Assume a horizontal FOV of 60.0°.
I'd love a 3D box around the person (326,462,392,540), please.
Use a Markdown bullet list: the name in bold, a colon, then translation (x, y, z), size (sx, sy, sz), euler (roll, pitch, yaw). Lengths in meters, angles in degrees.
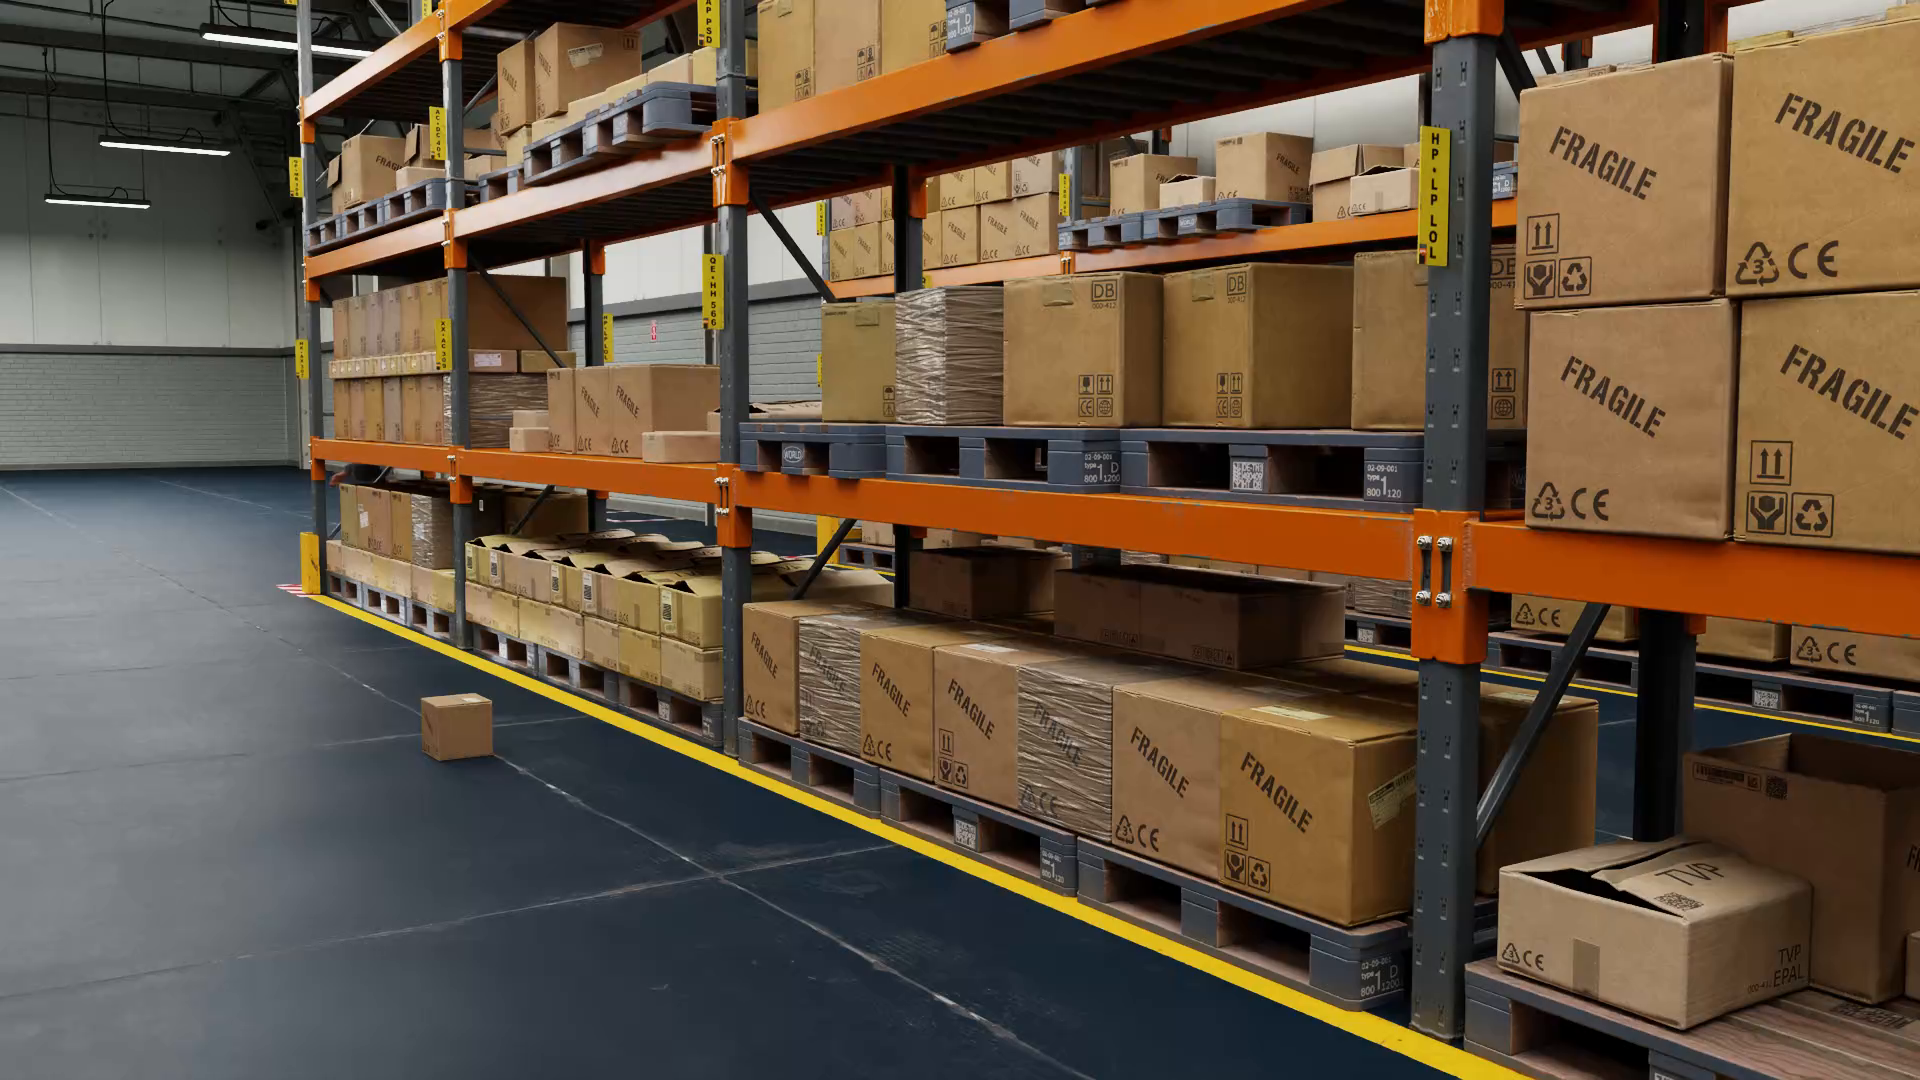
- **person**: translation (-5.552, -0.527, 15.461), size (1.032, 1.673, 0.656), euler (-2, 5, -26)
